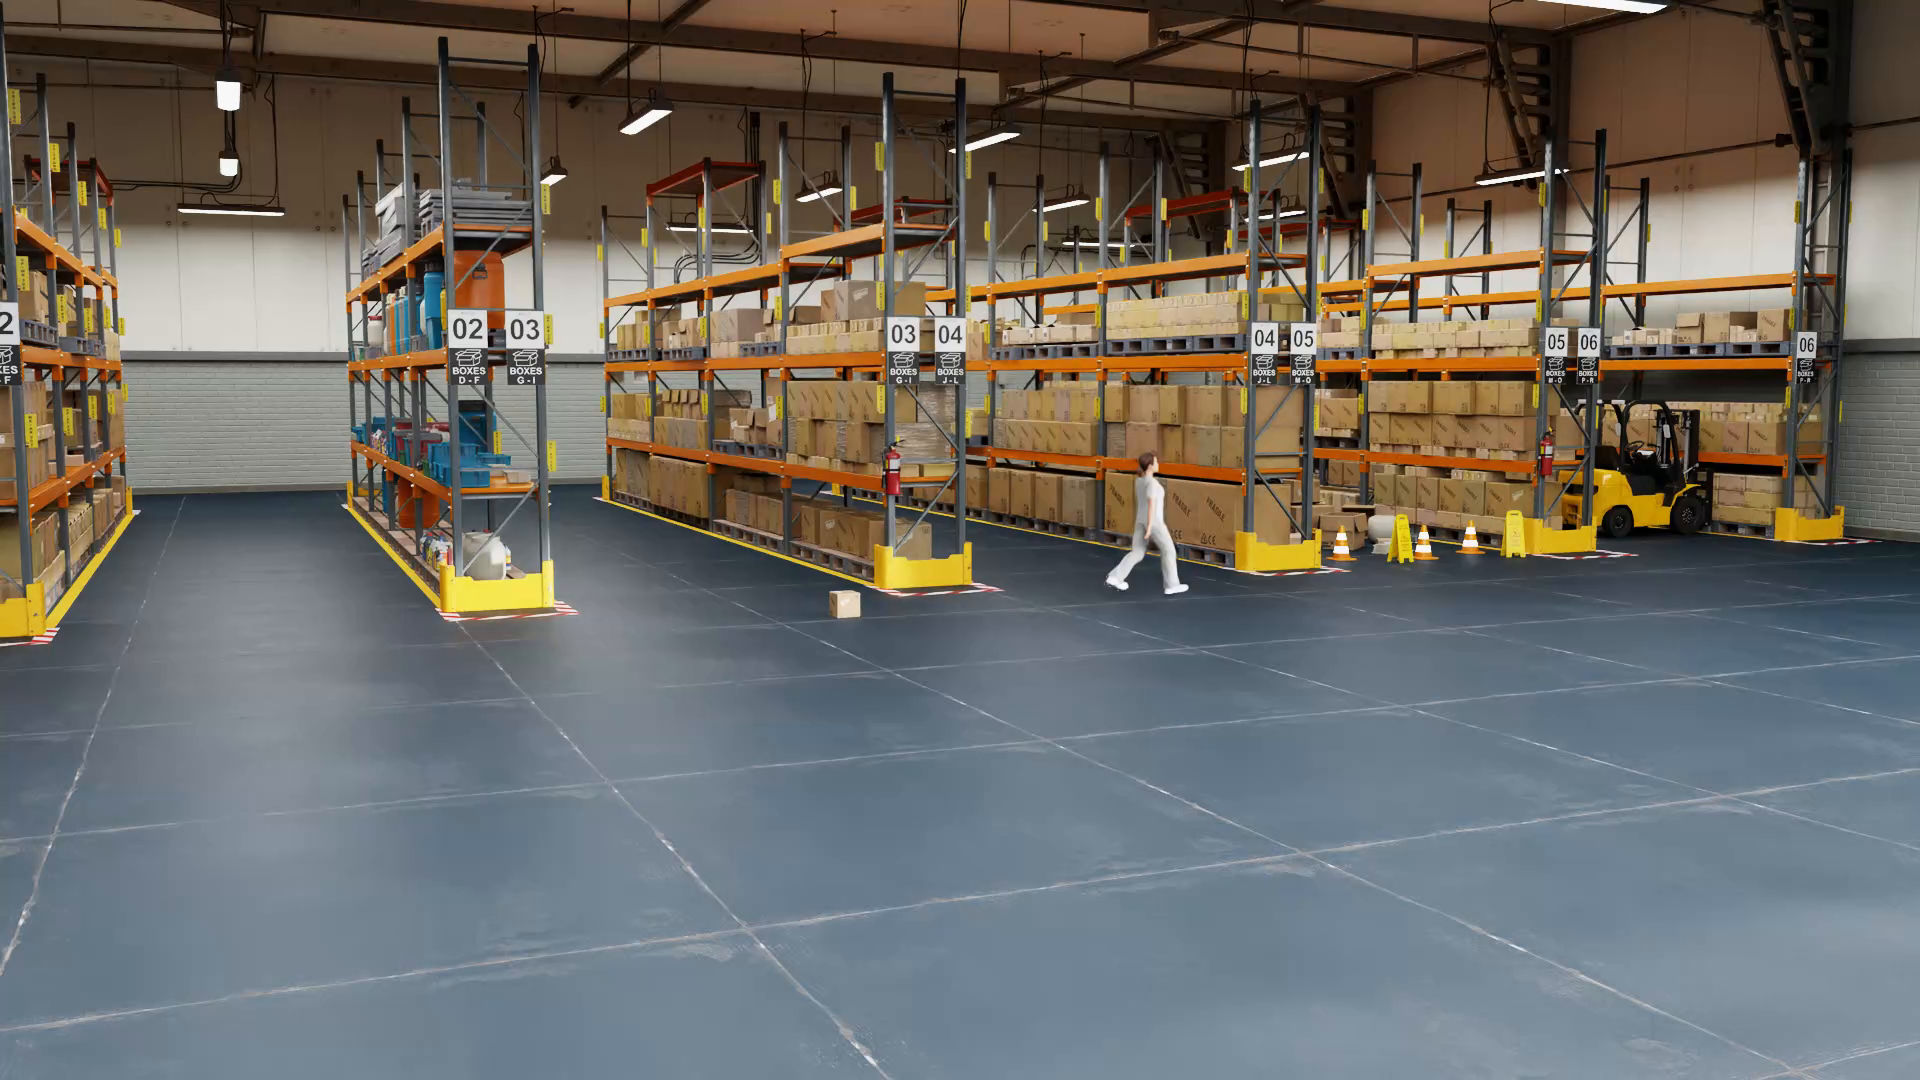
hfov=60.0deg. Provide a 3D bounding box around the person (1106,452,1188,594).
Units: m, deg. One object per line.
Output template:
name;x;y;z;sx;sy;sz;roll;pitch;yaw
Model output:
person;2.141;-0.187;18.919;1.015;1.625;0.442;-3;6;-27
